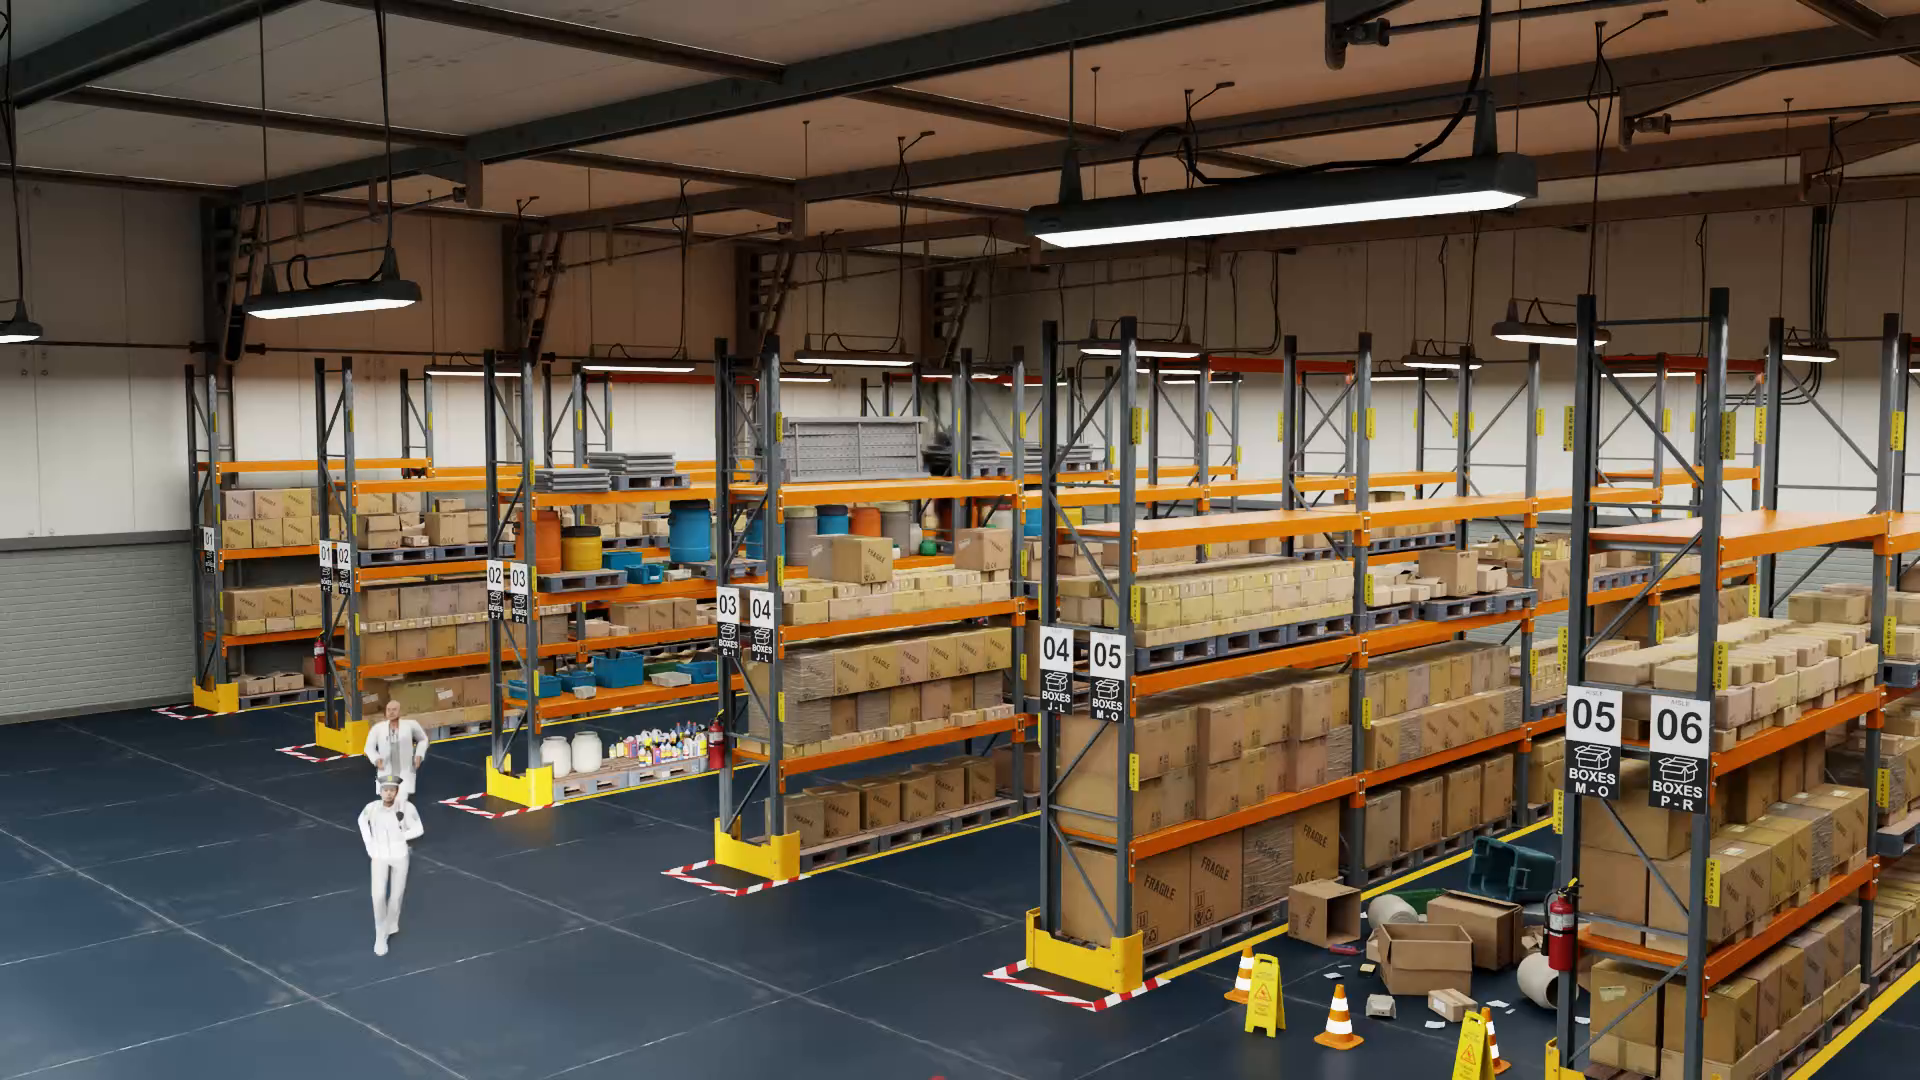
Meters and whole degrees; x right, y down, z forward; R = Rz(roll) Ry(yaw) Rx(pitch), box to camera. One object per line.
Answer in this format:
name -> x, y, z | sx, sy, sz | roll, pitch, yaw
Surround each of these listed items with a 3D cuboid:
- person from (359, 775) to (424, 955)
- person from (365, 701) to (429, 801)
person -> -5.505, 3.100, 16.116 | 0.592, 1.731, 0.763 | -2, 5, -19
person -> -6.698, 2.782, 19.790 | 0.719, 1.777, 0.921 | -1, 5, -14
